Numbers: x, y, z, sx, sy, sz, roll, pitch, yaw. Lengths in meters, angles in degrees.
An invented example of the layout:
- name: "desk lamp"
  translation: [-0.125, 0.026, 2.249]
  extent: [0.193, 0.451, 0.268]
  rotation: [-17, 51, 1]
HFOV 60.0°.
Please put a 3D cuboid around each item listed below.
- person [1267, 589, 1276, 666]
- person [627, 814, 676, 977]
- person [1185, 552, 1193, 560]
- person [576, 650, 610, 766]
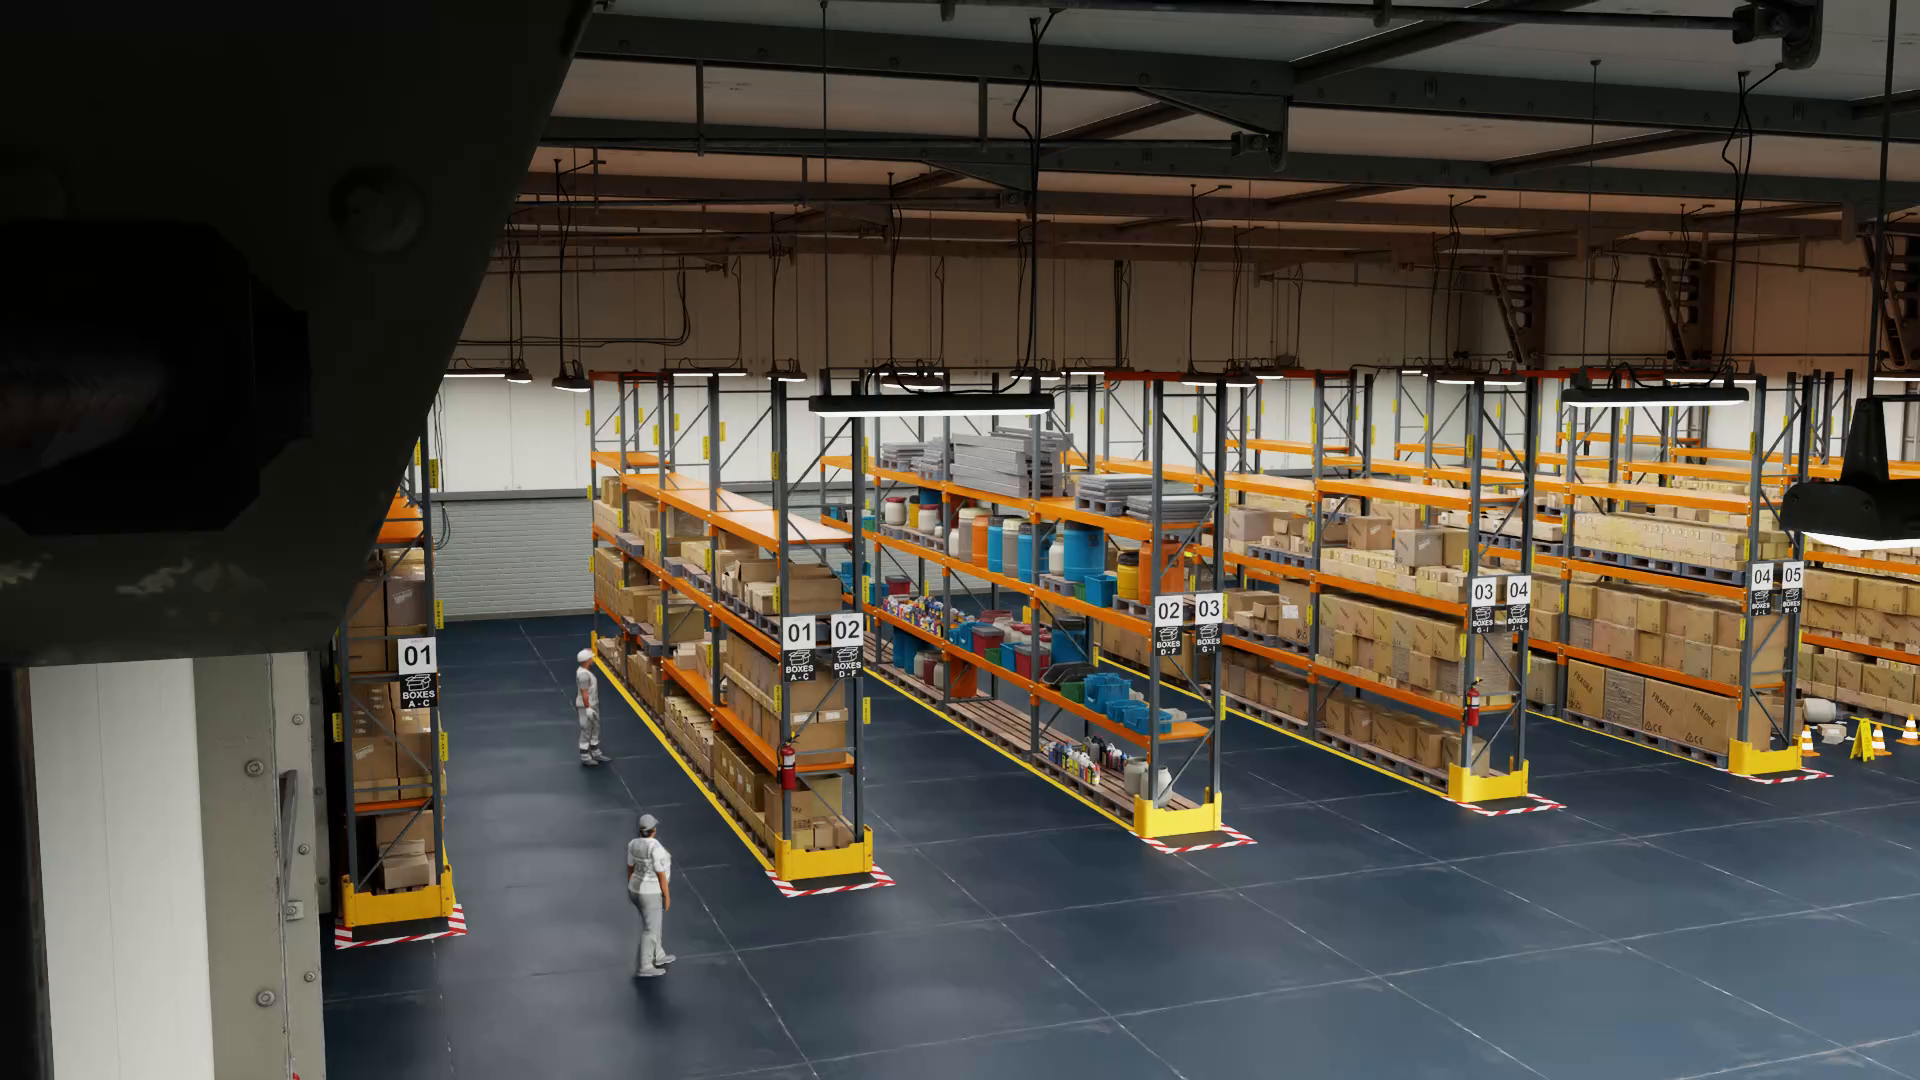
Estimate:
- name: "person"
  translation: [6.102, 1.809, 33.117]
  extent: [0.470, 1.669, 0.450]
  rotation: [-2, 7, -15]
- name: "person"
  translation: [-3.106, 3.615, 17.056]
  extent: [0.551, 1.665, 0.516]
  rotation: [-5, 8, -36]
- name: "person"
  translation: [5.379, 1.143, 38.980]
  extent: [0.567, 1.769, 0.953]
  rotation: [-2, 7, -19]
- name: "person"
  translation: [-5.720, 2.579, 25.743]
  extent: [0.468, 1.792, 0.615]
  rotation: [1, 6, 7]
